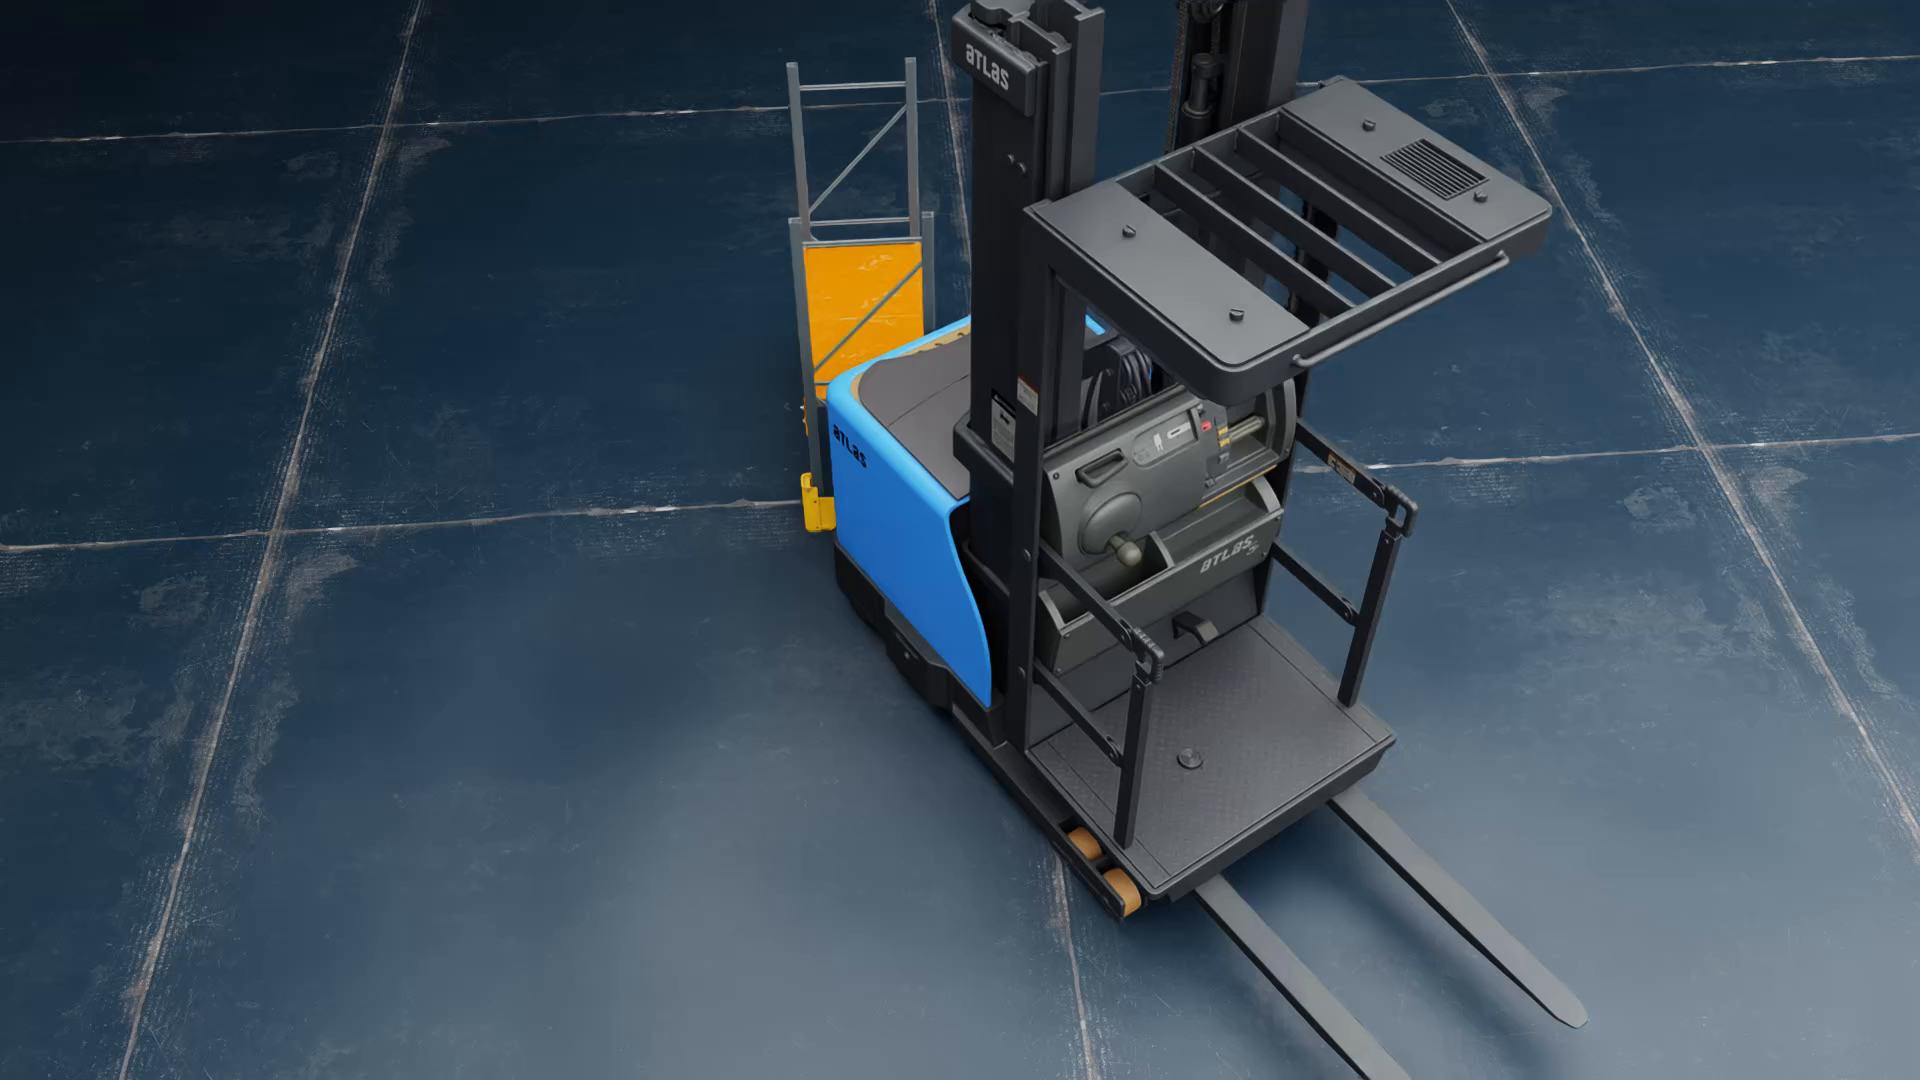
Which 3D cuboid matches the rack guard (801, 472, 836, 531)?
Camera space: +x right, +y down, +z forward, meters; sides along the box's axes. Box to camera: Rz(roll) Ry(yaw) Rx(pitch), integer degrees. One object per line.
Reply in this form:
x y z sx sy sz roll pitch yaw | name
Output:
-0.341 -0.169 6.738 0.587 0.250 0.087 -3 47 -3 | rack guard

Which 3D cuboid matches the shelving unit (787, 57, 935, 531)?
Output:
-0.380 -0.959 6.626 0.587 1.500 1.083 -3 47 -3 | shelving unit

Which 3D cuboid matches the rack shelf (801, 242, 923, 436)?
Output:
-0.381 -0.842 6.762 0.538 0.185 1.000 -3 47 -3 | rack shelf

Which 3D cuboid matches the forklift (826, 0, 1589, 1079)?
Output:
0.773 -0.155 4.878 1.130 2.935 3.031 -27 52 -23 | forklift

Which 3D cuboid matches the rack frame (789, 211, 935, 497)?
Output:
-0.341 -0.598 6.283 0.500 1.500 0.032 -3 47 -3 | rack frame

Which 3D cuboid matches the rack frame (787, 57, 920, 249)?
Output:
-0.421 -1.334 6.980 0.500 1.500 0.032 -3 47 -3 | rack frame
